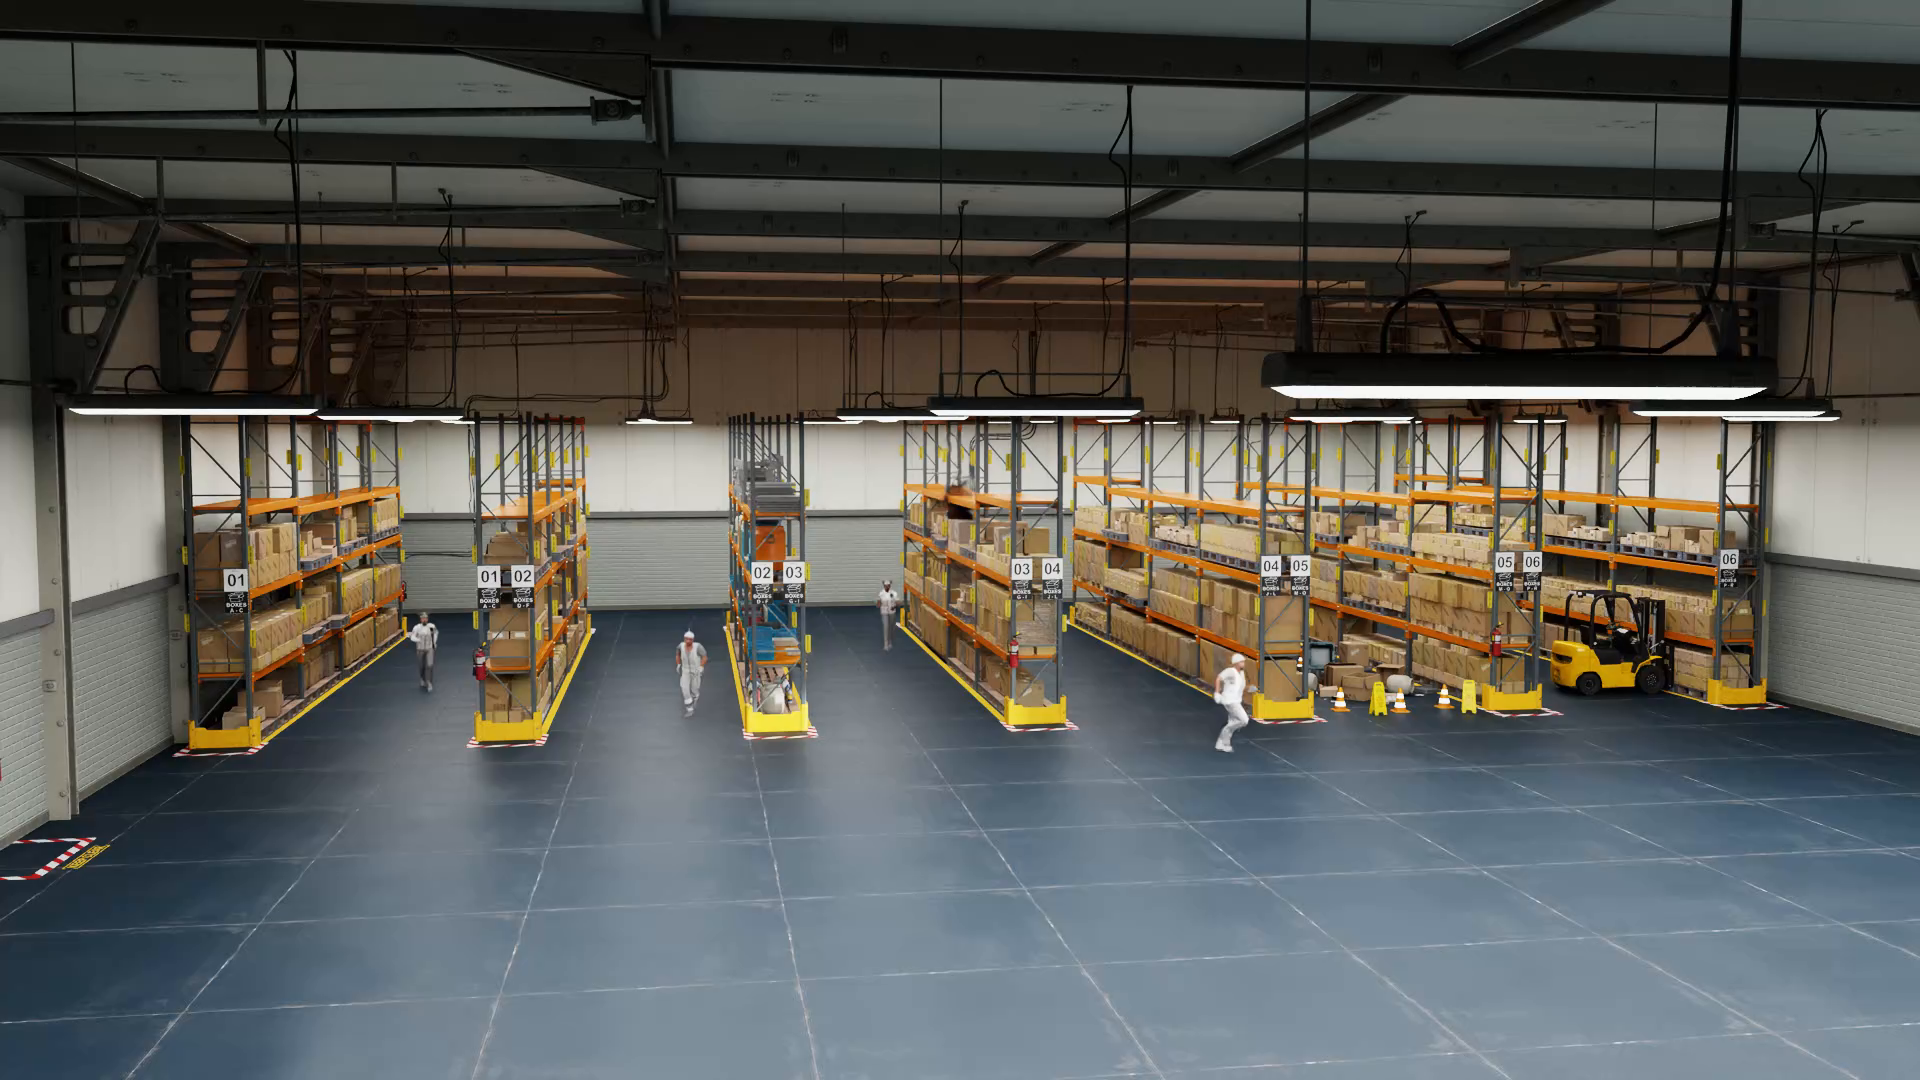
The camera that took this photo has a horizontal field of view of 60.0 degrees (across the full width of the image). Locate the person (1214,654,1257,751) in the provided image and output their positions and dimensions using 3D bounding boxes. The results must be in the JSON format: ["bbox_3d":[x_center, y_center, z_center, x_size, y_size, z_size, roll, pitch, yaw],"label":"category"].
[{"bbox_3d":[4.847,2.860,29.217,0.716,1.724,0.730,2,5,31],"label":"person"}]

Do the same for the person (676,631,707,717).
[{"bbox_3d":[-5.339,2.632,33.151,0.642,1.722,0.948,0,4,1],"label":"person"}]

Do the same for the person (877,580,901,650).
[{"bbox_3d":[-1.736,1.820,40.551,0.573,1.738,0.792,0,4,0],"label":"person"}]

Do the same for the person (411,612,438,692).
[{"bbox_3d":[-11.680,2.407,36.285,0.562,1.719,0.857,-1,4,-17],"label":"person"}]
